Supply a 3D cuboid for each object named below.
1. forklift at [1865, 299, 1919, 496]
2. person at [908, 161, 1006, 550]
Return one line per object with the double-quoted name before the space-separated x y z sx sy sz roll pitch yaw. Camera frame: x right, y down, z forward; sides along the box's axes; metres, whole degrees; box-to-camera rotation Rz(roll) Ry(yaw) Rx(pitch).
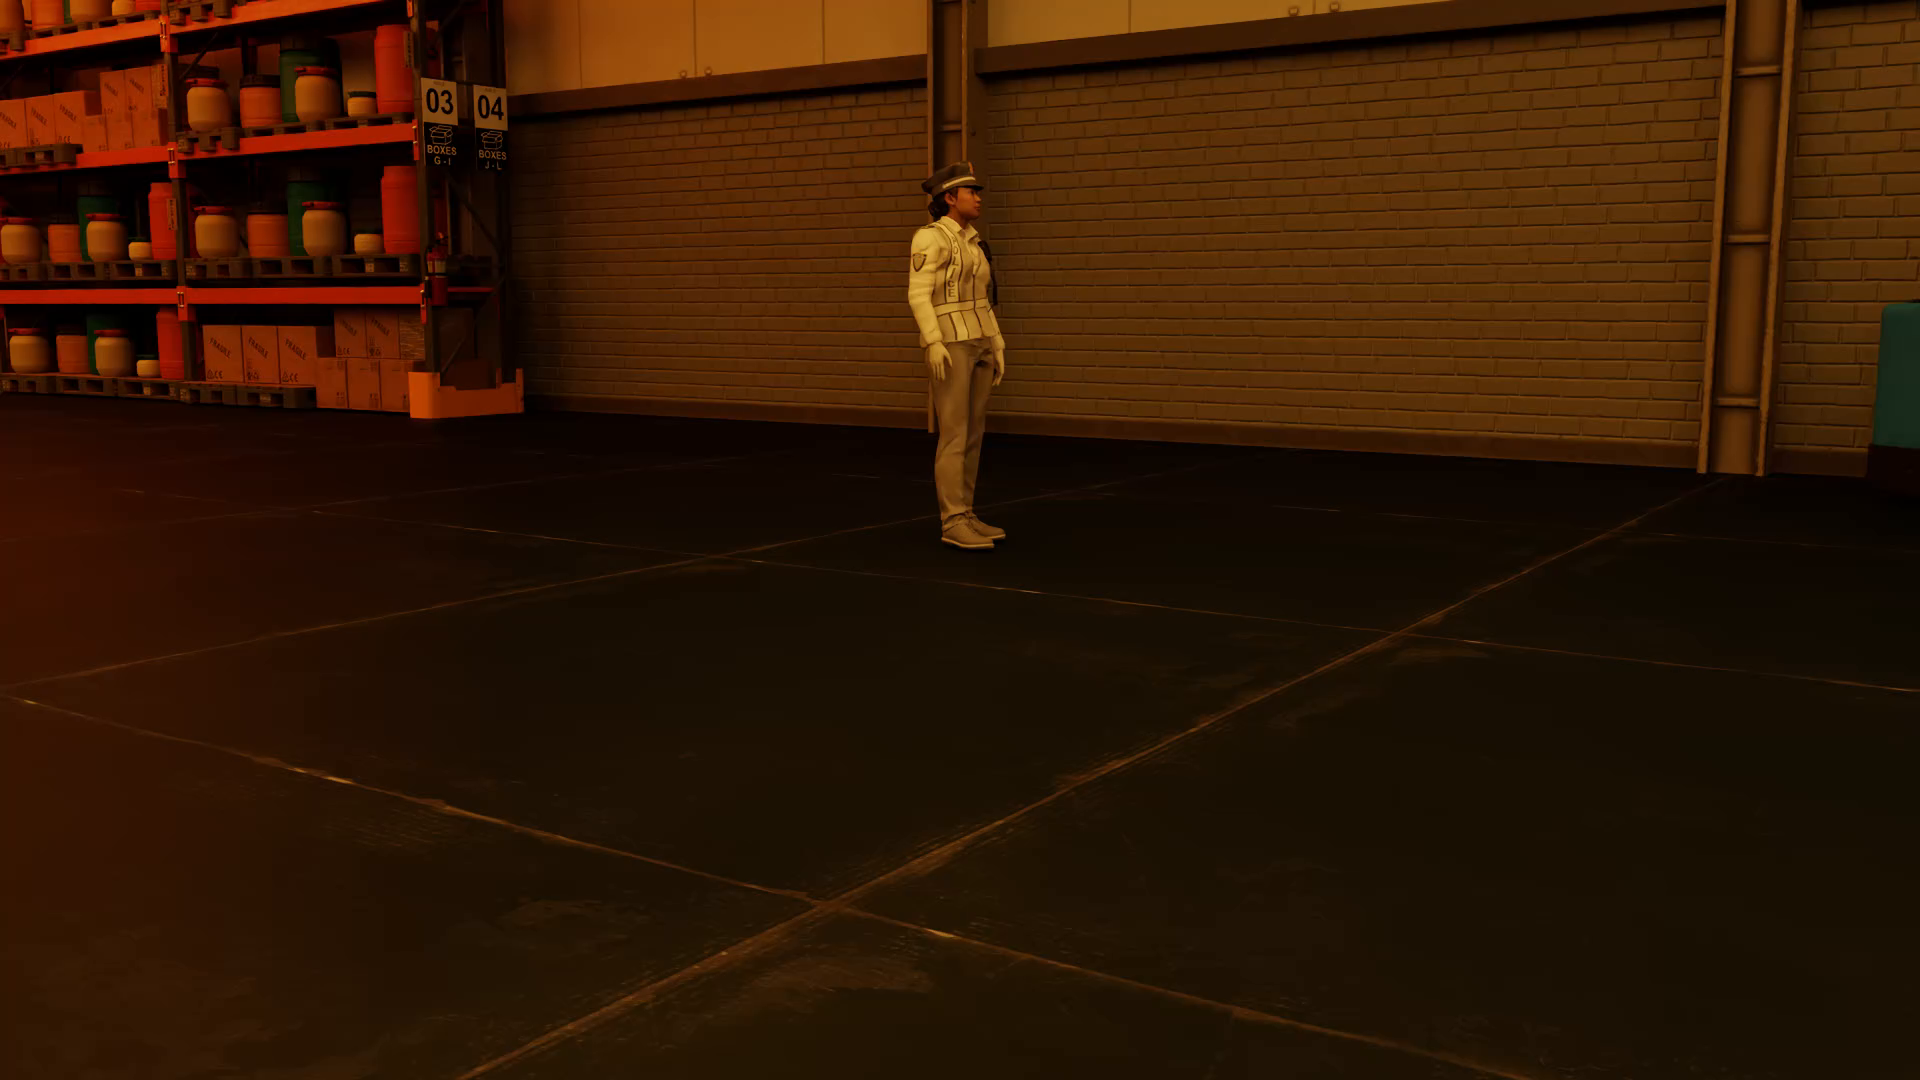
"forklift" 6.523 -1.647 8.773 3.031 2.935 1.130 -2 8 -13
"person" 0.053 -0.840 7.439 0.530 1.694 0.586 5 10 34
